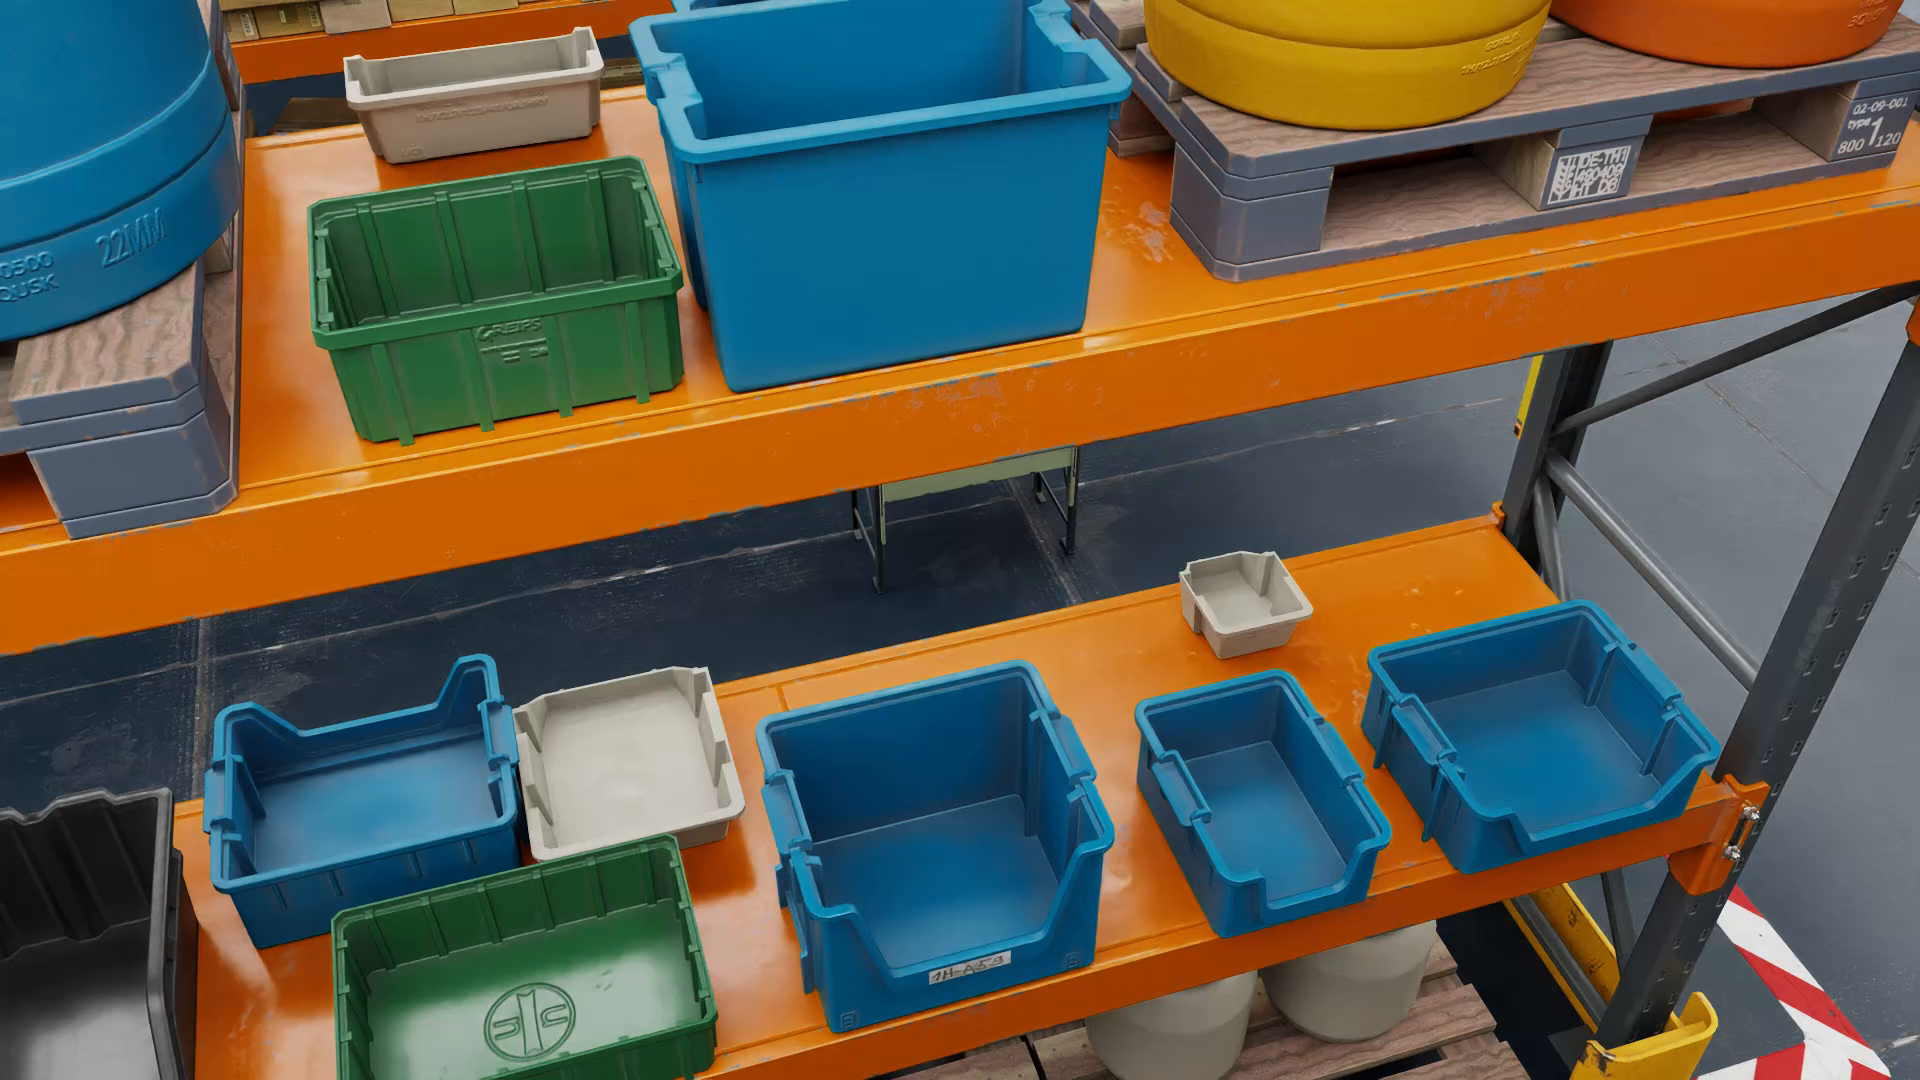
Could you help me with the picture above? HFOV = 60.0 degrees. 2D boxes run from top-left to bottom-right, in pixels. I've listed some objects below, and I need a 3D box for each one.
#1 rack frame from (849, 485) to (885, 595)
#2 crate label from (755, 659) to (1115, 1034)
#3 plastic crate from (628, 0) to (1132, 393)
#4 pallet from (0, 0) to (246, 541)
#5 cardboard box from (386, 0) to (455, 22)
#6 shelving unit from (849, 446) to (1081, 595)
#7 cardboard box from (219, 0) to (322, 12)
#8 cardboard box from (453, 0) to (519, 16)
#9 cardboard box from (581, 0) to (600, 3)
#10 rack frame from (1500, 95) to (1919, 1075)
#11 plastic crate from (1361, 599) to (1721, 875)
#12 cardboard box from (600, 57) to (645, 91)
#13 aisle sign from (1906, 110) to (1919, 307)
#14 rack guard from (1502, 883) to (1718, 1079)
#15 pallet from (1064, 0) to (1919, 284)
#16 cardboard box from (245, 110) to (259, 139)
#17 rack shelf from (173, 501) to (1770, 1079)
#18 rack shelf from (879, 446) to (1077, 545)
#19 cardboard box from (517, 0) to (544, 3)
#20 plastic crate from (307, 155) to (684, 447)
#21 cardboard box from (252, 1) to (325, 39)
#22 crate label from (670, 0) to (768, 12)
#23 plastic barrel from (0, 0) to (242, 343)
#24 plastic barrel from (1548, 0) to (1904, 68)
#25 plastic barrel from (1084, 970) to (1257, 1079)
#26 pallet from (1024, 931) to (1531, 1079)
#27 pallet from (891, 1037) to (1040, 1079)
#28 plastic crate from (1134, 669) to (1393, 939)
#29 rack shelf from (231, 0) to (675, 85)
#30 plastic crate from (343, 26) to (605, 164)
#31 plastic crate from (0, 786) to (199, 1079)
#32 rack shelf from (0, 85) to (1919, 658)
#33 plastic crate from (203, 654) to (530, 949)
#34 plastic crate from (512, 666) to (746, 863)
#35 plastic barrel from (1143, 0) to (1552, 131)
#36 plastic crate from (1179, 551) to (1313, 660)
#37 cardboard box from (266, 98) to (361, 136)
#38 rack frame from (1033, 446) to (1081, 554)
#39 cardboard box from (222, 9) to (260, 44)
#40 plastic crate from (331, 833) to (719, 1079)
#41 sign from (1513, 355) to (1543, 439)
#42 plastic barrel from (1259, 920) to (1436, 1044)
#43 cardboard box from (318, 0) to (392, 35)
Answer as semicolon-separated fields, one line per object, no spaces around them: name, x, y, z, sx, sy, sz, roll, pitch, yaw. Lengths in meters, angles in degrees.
rack frame;-0.343;-0.494;5.675;0.023;1.500;0.400;-12;42;-13
crate label;-0.057;0.599;3.258;0.616;0.435;0.502;-12;42;-13
plastic crate;-0.111;-0.479;2.251;0.575;0.384;0.392;-12;42;-13
pallet;-1.539;-0.393;2.284;1.003;0.211;1.213;-12;42;-13
cardboard box;-2.205;-2.260;6.748;0.250;0.149;0.380;-12;42;-13
shelving unit;0.006;-0.566;5.758;0.755;1.500;0.431;-12;42;-13
cardboard box;-2.750;-2.515;6.547;0.500;0.500;0.875;-12;42;-13
cardboard box;-1.963;-2.303;6.797;0.250;0.149;0.380;-12;42;-13
cardboard box;-1.479;-2.387;6.893;0.250;0.149;0.380;-12;42;-13
rack frame;1.618;0.079;3.880;0.127;3.000;1.000;-12;42;-13
plastic crate;1.230;0.422;3.601;0.616;0.251;0.499;-12;42;-13
cardboard box;-1.633;-1.882;7.705;0.500;0.500;0.500;-8;42;-9
aisle sign;1.776;-0.728;2.828;0.004;0.787;0.394;-12;42;-13
rack guard;1.559;1.065;4.651;0.348;0.500;1.175;-12;42;-13
pallet;0.799;-0.878;2.838;1.213;0.211;1.003;-12;42;-13
cardboard box;-3.292;-1.510;7.279;0.500;0.500;0.500;-13;43;-14
rack shelf;-0.290;0.745;3.664;4.000;0.370;1.077;-12;42;-13
rack shelf;0.006;-0.321;5.973;0.720;0.370;0.431;-12;42;-13
cardboard box;-1.738;-2.381;6.886;0.250;0.149;0.380;-12;42;-13
plastic crate;-0.611;-0.321;2.219;0.450;0.188;0.336;-12;42;-13
cardboard box;-2.682;-2.161;6.635;0.250;0.149;0.380;-12;42;-13
crate label;-0.267;-0.832;2.756;0.408;0.251;0.502;-12;42;-13
plastic barrel;-1.216;-0.737;1.833;0.708;0.901;0.600;-12;42;-13
plastic barrel;1.192;-1.195;2.412;0.708;0.830;0.600;-12;42;-13
plastic barrel;0.535;1.135;4.243;0.421;0.512;0.421;0;41;0
pallet;0.783;1.331;4.566;1.213;0.211;1.003;-12;42;-13
pallet;-0.379;1.569;4.293;1.213;0.211;1.003;-12;42;-13
plastic crate;0.609;0.546;3.458;0.408;0.251;0.499;-12;42;-13
rack shelf;-1.778;-2.363;7.222;4.000;0.370;1.077;-12;42;-13
plastic crate;-0.788;-0.732;2.728;0.396;0.136;0.243;-12;42;-13
plastic crate;-1.660;0.869;3.023;0.504;0.338;0.767;-12;42;-13
rack shelf;-0.290;-0.385;2.677;4.000;0.370;1.077;-12;42;-13
plastic crate;-1.223;0.536;3.469;0.616;0.251;0.499;-12;42;-13
plastic crate;-0.725;0.489;3.611;0.437;0.136;0.530;-12;42;-13
plastic barrel;0.569;-0.975;2.344;0.600;0.588;0.600;0;41;0
plastic crate;0.668;0.153;3.995;0.250;0.136;0.298;-12;42;-13
cardboard box;-2.748;-1.628;7.414;0.500;0.500;0.500;1;41;1
rack frame;0.355;-0.638;5.841;0.023;1.500;0.400;-12;42;-13
cardboard box;-2.917;-2.106;6.572;0.250;0.149;0.380;-12;42;-13
plastic crate;-0.818;0.858;3.149;0.662;0.188;0.450;-12;42;-13
sign;1.457;-0.372;4.185;0.005;0.325;0.100;-12;42;-13
plastic barrel;1.013;1.036;4.357;0.421;0.512;0.421;0;41;0
cardboard box;-2.431;-2.185;6.662;0.250;0.149;0.380;-12;42;-13
